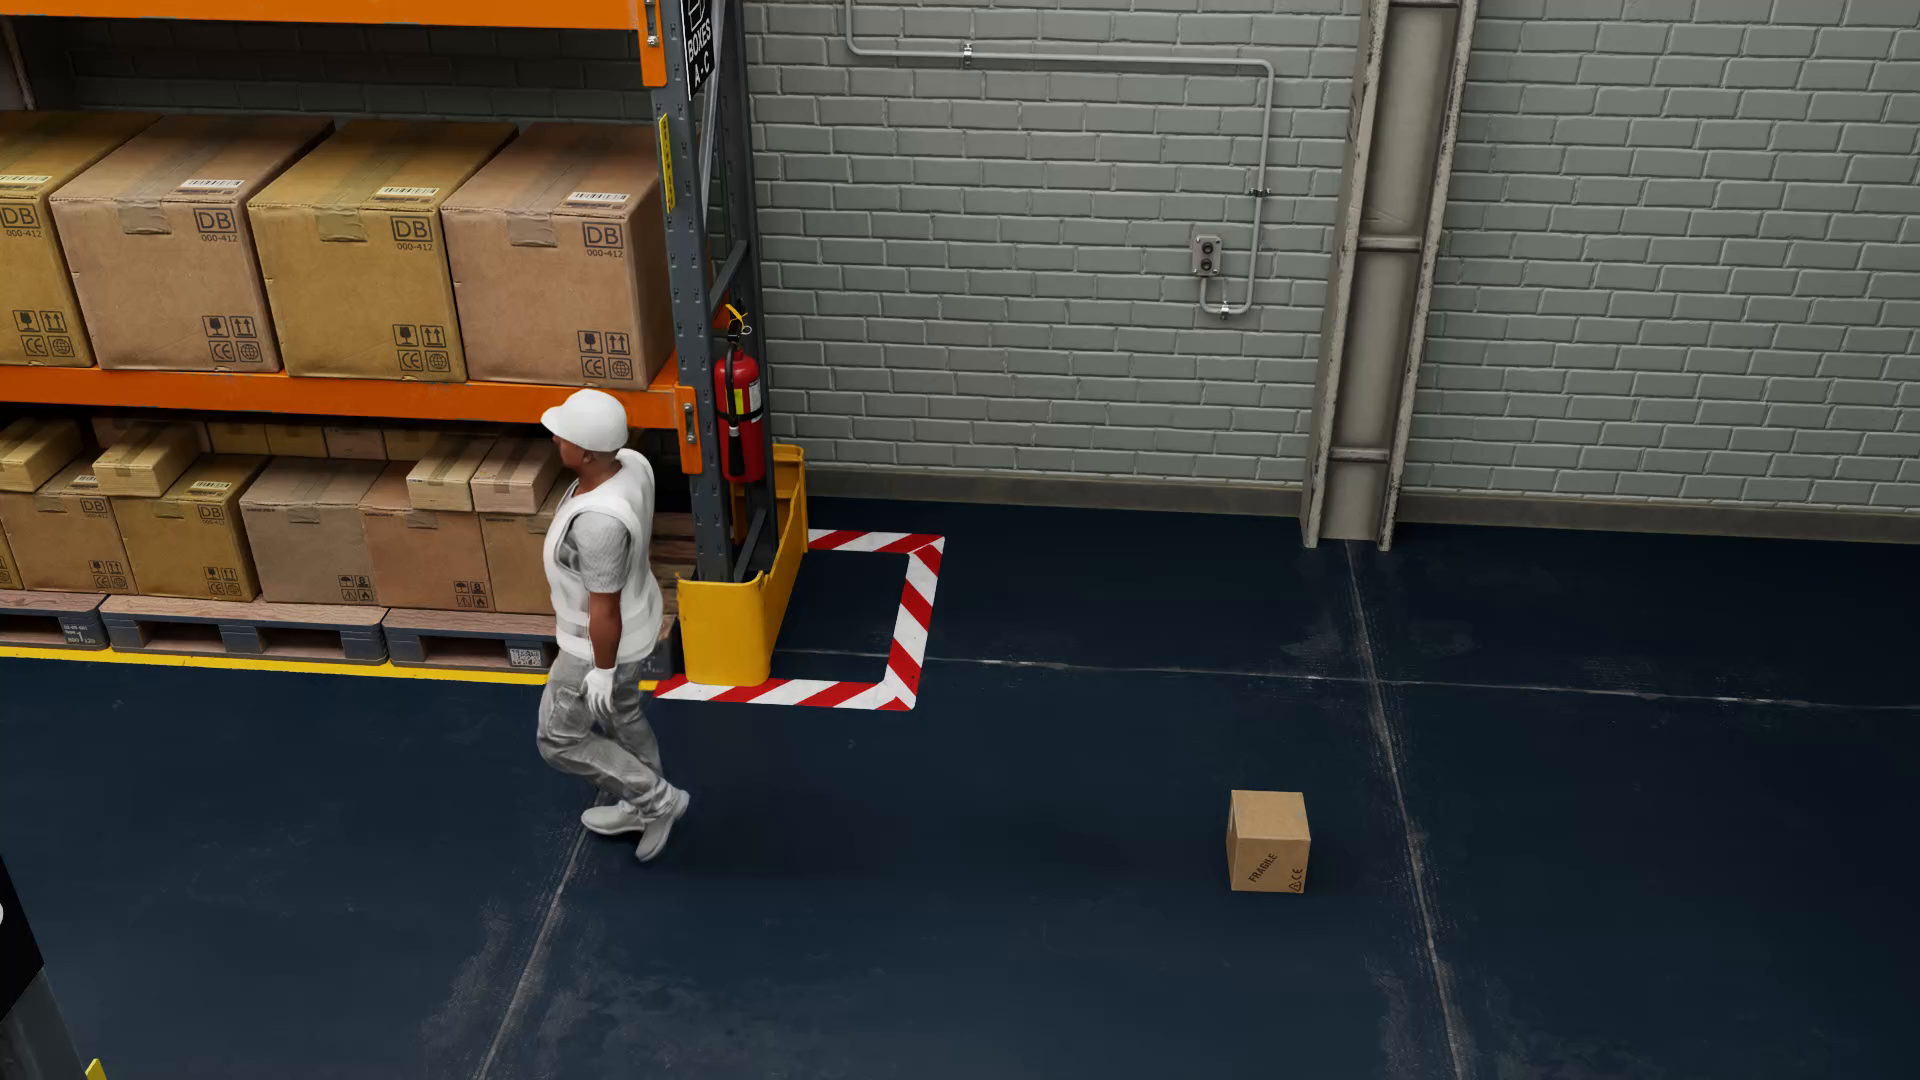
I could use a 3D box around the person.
[{"bbox_3d":[-1.182,0.306,5.557,0.480,1.775,0.586,1,32,2],"label":"person"}]
